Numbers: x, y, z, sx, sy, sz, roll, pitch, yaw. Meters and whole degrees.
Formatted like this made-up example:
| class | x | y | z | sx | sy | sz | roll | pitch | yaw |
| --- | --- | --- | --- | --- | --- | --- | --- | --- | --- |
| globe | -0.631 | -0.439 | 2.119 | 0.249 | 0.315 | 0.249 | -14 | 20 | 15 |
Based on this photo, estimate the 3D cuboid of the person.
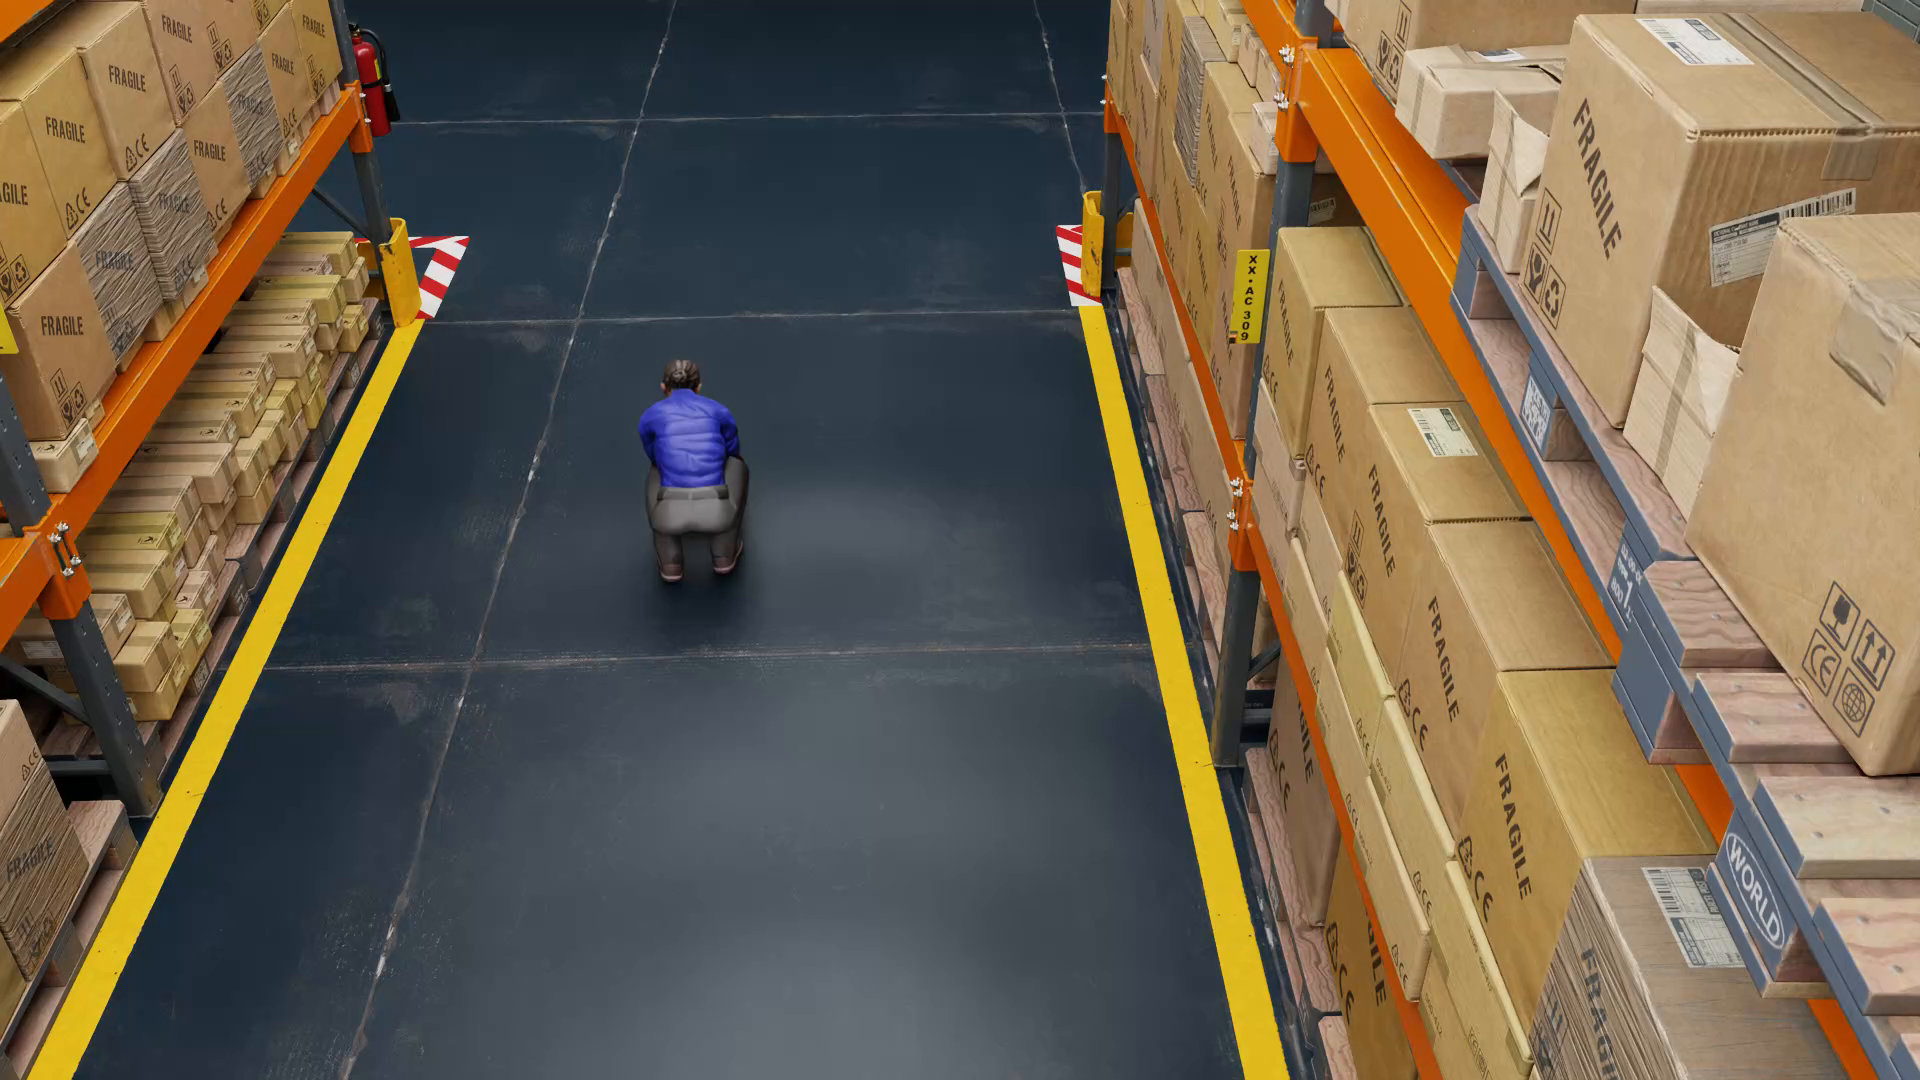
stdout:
| class | x | y | z | sx | sy | sz | roll | pitch | yaw |
| --- | --- | --- | --- | --- | --- | --- | --- | --- | --- |
| person | -1.173 | -0.291 | 7.316 | 0.471 | 0.810 | 0.811 | -1 | 35 | -2 |
